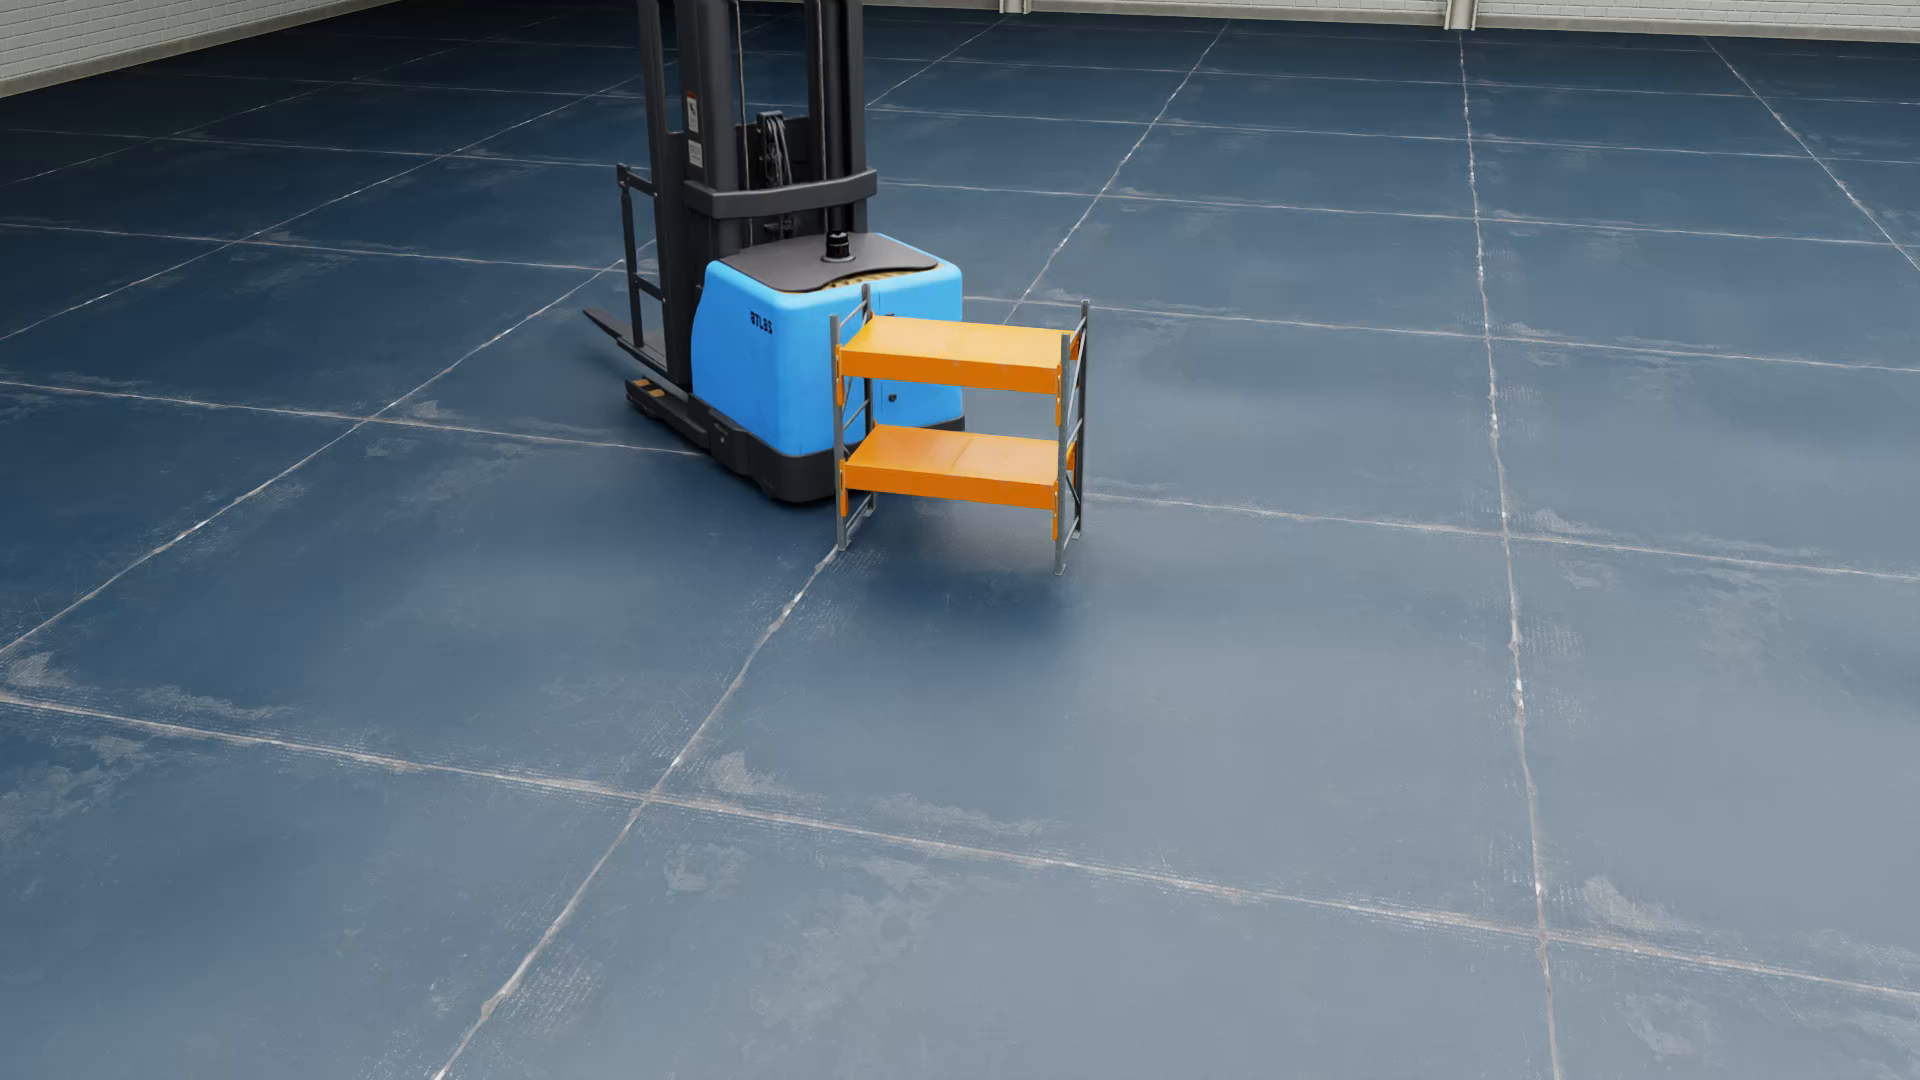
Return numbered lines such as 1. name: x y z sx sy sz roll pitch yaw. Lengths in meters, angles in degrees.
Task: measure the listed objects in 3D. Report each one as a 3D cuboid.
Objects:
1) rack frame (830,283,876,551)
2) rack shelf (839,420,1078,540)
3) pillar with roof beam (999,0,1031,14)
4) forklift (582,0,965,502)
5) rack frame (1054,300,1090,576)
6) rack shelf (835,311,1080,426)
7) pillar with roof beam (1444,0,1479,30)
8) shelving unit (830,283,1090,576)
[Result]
1. rack frame: -0.486 -0.562 7.621 0.032 1.125 0.500 6 26 13
2. rack shelf: 0.007 -0.286 7.612 1.000 0.278 0.538 6 26 13
3. pillar with roof beam: -0.296 -9.668 17.589 0.400 9.000 9.100 6 26 13
4. forklift: -1.208 -2.086 8.723 1.130 2.935 3.031 -16 30 -30
5. rack frame: 0.499 -0.453 7.392 0.032 1.125 0.500 6 26 13
6. rack shelf: 0.007 -0.771 7.381 1.000 0.278 0.538 6 26 13
7. pillar with roof beam: 5.515 -9.026 16.240 0.400 9.000 9.100 6 26 13
8. shelving unit: 0.007 -0.507 7.507 1.048 1.125 0.538 6 26 13
